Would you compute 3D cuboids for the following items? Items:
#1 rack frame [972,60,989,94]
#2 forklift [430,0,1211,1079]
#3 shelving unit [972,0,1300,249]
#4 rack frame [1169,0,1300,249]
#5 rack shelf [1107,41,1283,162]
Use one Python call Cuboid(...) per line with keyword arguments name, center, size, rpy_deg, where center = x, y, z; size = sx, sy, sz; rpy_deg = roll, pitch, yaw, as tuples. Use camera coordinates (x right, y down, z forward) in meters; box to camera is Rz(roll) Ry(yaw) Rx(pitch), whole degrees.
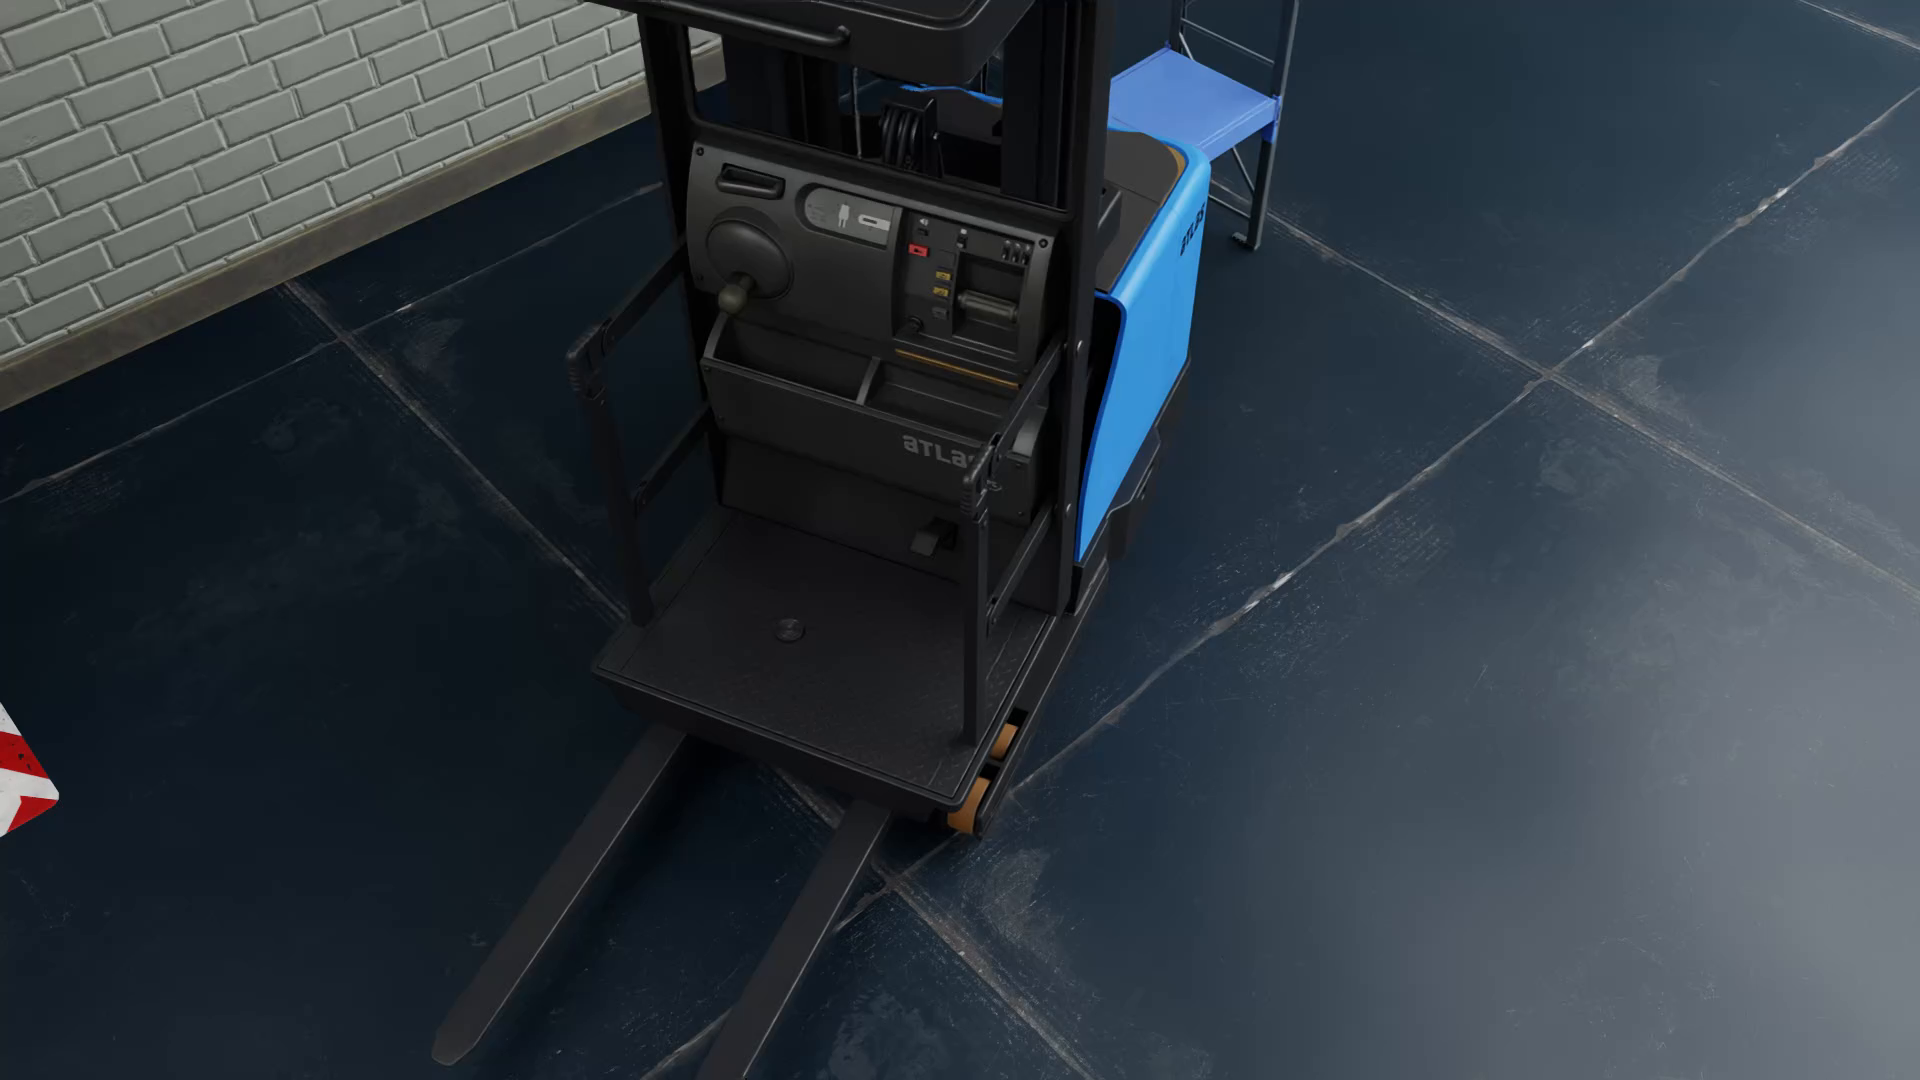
Cuboid(name="rack frame", center=(0.227, -1.209, 5.345), size=(0.500, 1.500, 0.032), rpy_deg=(36, 57, 29))
Cuboid(name="forklift", center=(-0.310, -0.565, 3.777), size=(1.130, 2.935, 3.031), rpy_deg=(18, 50, 16))
Cuboid(name="shelving unit", center=(0.585, -1.474, 5.590), size=(0.538, 1.500, 1.048), rpy_deg=(36, 57, 29))
Cuboid(name="rack frame", center=(0.943, -1.740, 5.835), size=(0.500, 1.500, 0.032), rpy_deg=(36, 57, 29))
Cuboid(name="rack shelf", center=(0.585, -1.352, 5.722), size=(0.538, 0.185, 1.000), rpy_deg=(36, 57, 29))
